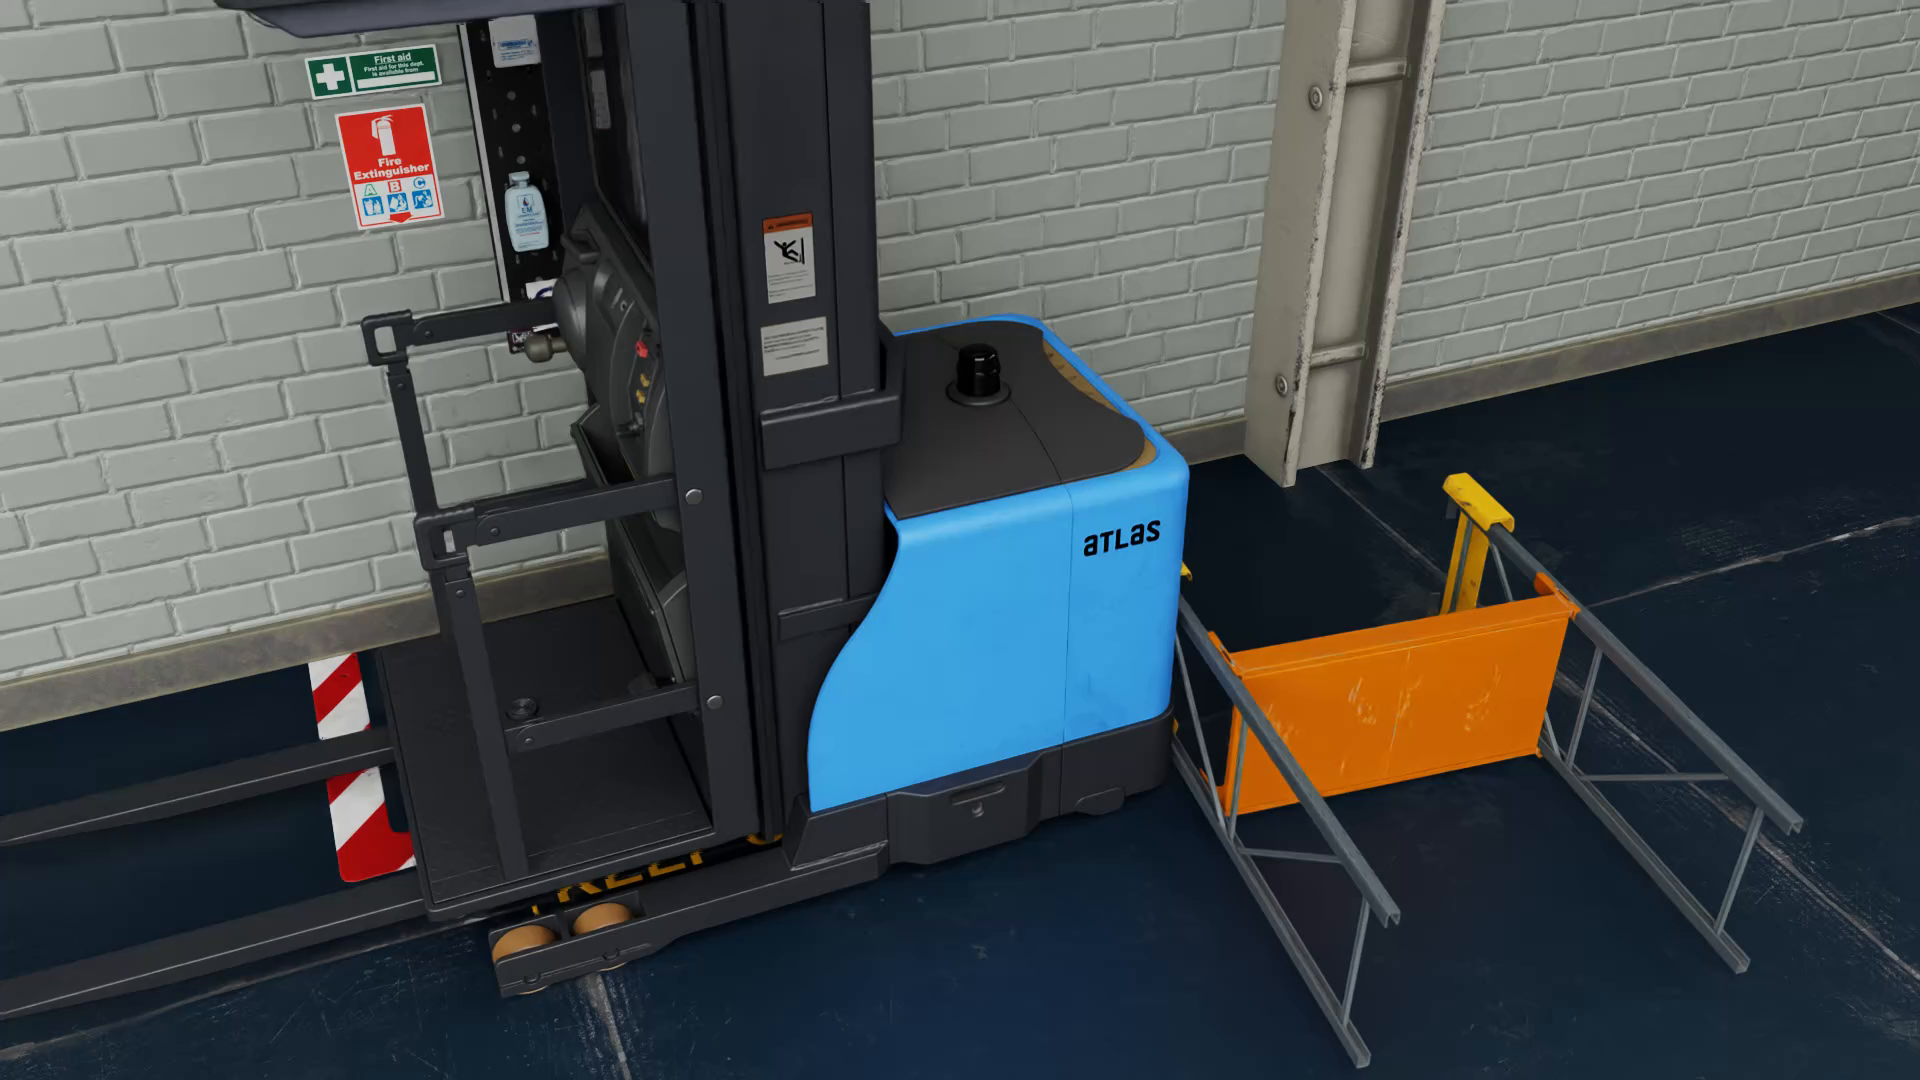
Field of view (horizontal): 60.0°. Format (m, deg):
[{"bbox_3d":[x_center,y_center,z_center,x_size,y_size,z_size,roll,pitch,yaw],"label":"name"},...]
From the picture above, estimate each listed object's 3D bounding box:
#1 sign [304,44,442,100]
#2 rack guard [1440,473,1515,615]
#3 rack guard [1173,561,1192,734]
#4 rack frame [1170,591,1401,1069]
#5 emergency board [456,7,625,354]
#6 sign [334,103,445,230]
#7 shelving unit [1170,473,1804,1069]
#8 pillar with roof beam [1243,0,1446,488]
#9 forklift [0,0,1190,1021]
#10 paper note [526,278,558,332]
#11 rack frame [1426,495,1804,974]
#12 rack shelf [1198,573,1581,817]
[{"bbox_3d":[-1.541,-1.232,4.375,0.331,0.109,0.001,-13,35,-19],"label":"sign"},{"bbox_3d":[1.514,0.114,5.004,0.087,0.587,0.250,-9,35,-14],"label":"rack guard"},{"bbox_3d":[0.557,0.266,4.771,0.087,0.587,0.250,-9,35,-14],"label":"rack guard"},{"bbox_3d":[0.713,0.601,4.266,0.032,0.500,1.500,-9,35,-14],"label":"rack frame"},{"bbox_3d":[-0.999,-1.064,4.634,0.643,1.169,0.194,-13,35,-19],"label":"emergency board"},{"bbox_3d":[-1.548,-1.014,4.525,0.234,0.329,0.001,-13,35,-19],"label":"sign"},{"bbox_3d":[1.210,0.522,4.387,1.083,0.587,1.500,-9,35,-14],"label":"shelving unit"},{"bbox_3d":[2.961,-1.916,0.443,0.400,9.000,9.100,-13,35,-19],"label":"pillar with roof beam"},{"bbox_3d":[-0.983,-0.451,3.756,3.031,2.935,1.130,-13,35,-19],"label":"forklift"},{"bbox_3d":[-1.189,-0.692,4.870,0.142,0.148,0.016,-13,35,-19],"label":"paper note"},{"bbox_3d":[1.689,0.446,4.504,0.032,0.500,1.500,-9,35,-14],"label":"rack frame"},{"bbox_3d":[1.151,0.428,4.529,1.000,0.538,0.185,-9,35,-14],"label":"rack shelf"}]
